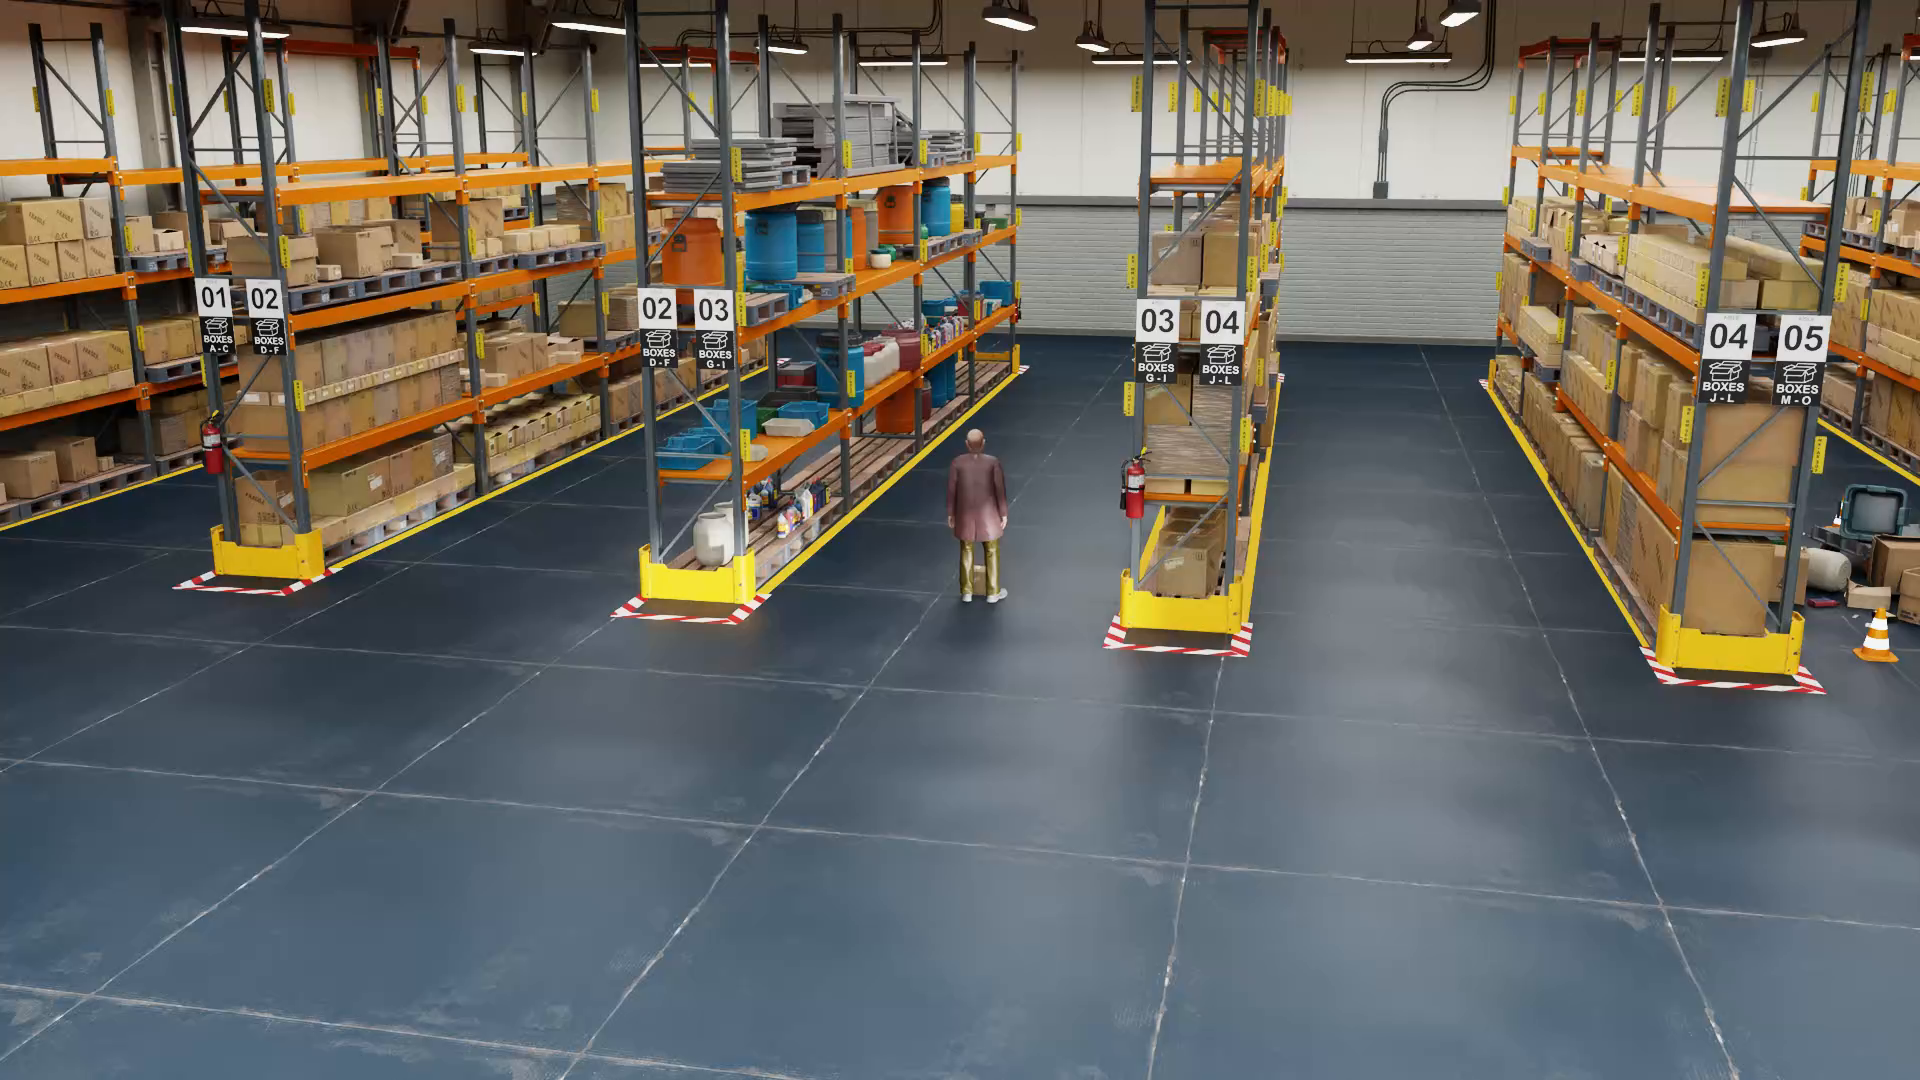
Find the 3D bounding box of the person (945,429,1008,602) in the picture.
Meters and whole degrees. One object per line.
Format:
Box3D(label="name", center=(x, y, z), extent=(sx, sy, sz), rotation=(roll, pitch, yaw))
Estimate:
Box3D(label="person", center=(0.172, -0.192, 17.035), extent=(0.647, 1.649, 0.429), rotation=(2, 15, 8))
